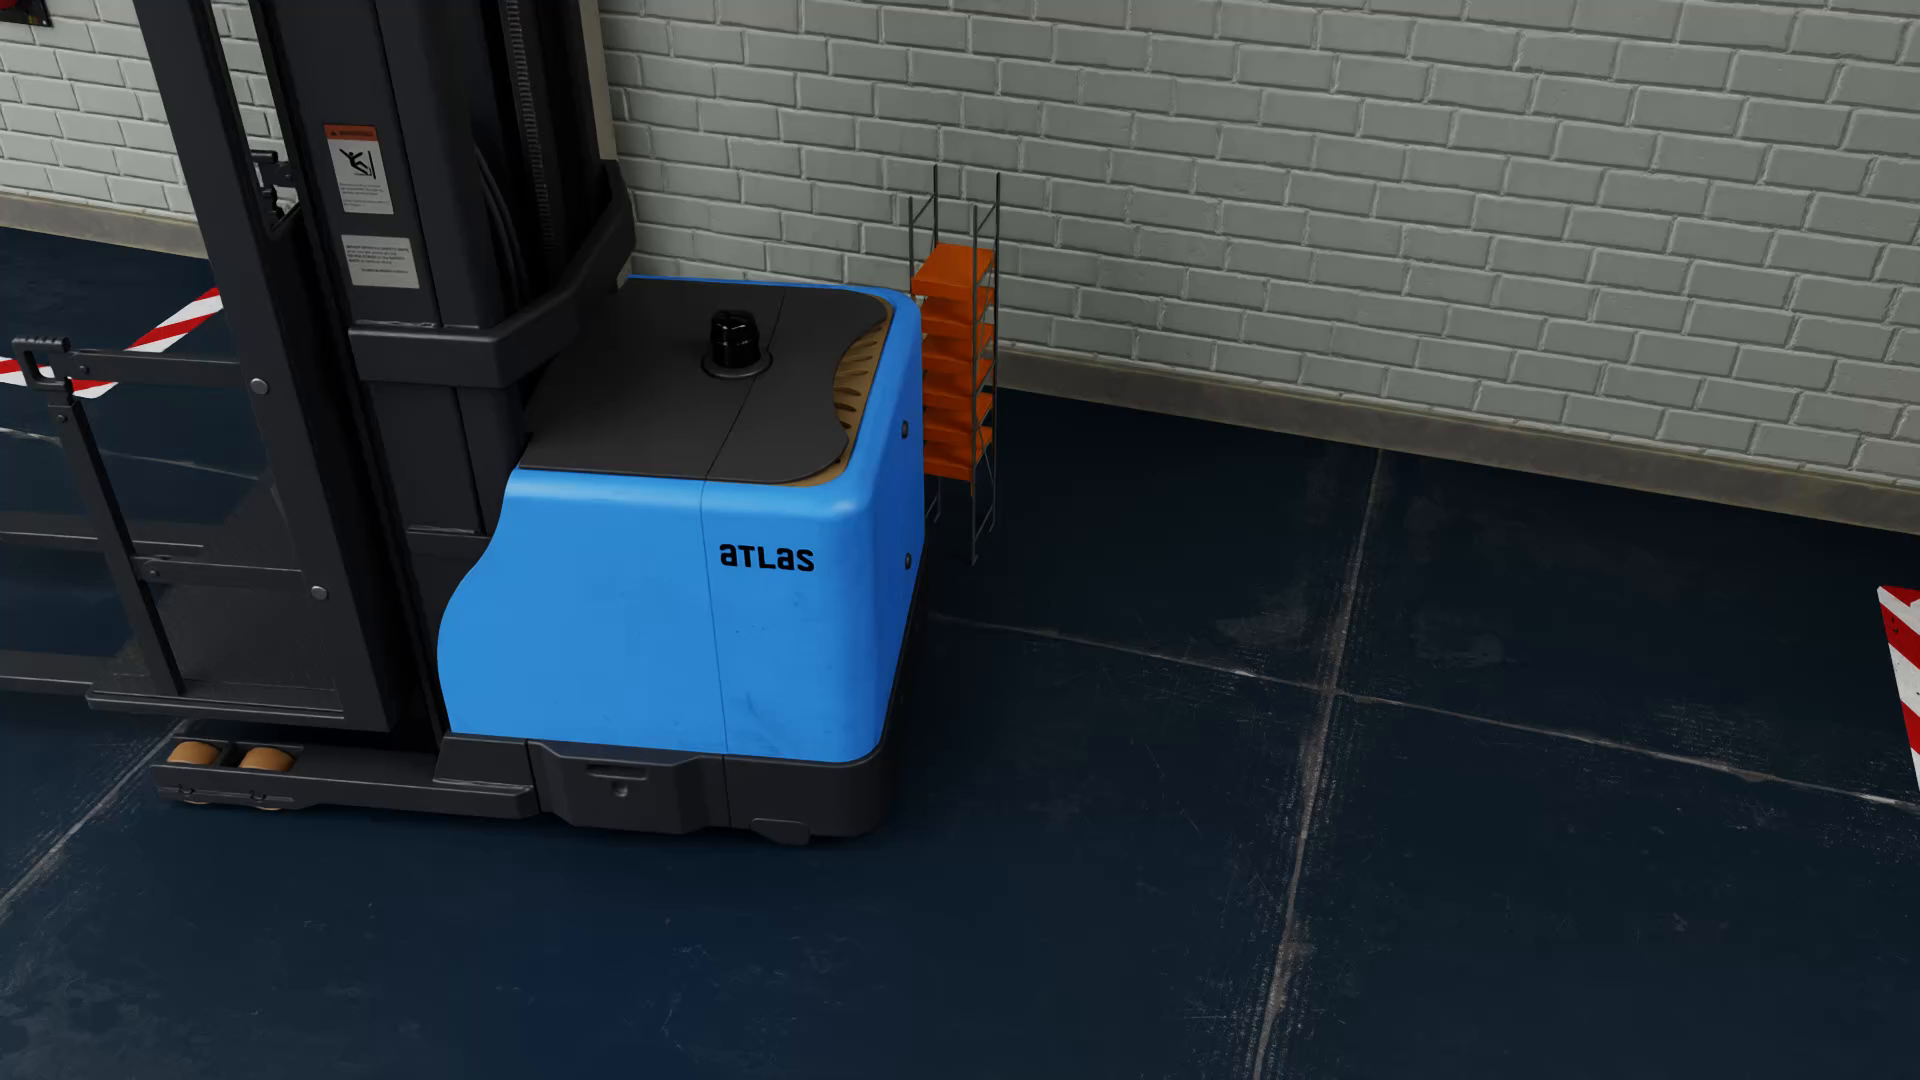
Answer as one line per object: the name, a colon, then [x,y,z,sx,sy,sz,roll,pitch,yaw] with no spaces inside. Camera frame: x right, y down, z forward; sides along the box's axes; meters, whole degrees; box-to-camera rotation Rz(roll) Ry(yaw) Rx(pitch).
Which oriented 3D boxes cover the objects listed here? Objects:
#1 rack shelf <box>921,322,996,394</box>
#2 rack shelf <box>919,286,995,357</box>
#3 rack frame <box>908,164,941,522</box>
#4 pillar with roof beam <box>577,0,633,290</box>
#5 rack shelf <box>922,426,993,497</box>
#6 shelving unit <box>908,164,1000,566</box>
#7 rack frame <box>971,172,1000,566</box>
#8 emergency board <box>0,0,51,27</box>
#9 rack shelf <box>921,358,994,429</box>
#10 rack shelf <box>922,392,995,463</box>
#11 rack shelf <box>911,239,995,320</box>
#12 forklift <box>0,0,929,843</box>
rack shelf: [-0.014,-0.547,4.853,0.180,0.103,0.258,10,38,14]
rack shelf: [-0.014,-0.643,4.782,0.180,0.103,0.258,10,38,14]
rack frame: [-0.101,-0.502,4.920,0.006,1.200,0.240,10,38,14]
pillar with roof beam: [-2.746,-1.965,0.328,0.400,9.000,9.100,10,38,14]
rack shelf: [-0.014,-0.257,5.066,0.180,0.103,0.258,10,38,14]
shelving unit: [-0.014,-0.486,4.898,0.189,1.200,0.258,10,38,14]
rack frame: [0.074,-0.470,4.876,0.006,1.200,0.240,10,38,14]
emergency board: [-3.810,-2.443,6.038,0.643,1.169,0.194,10,38,14]
rack shelf: [-0.014,-0.450,4.924,0.180,0.103,0.258,10,38,14]
rack shelf: [-0.014,-0.353,4.995,0.180,0.103,0.258,10,38,14]
rack shelf: [-0.014,-0.740,4.711,0.180,0.103,0.258,10,38,14]
forklift: [-1.641,-0.785,3.844,3.031,2.935,1.130,4,37,5]
